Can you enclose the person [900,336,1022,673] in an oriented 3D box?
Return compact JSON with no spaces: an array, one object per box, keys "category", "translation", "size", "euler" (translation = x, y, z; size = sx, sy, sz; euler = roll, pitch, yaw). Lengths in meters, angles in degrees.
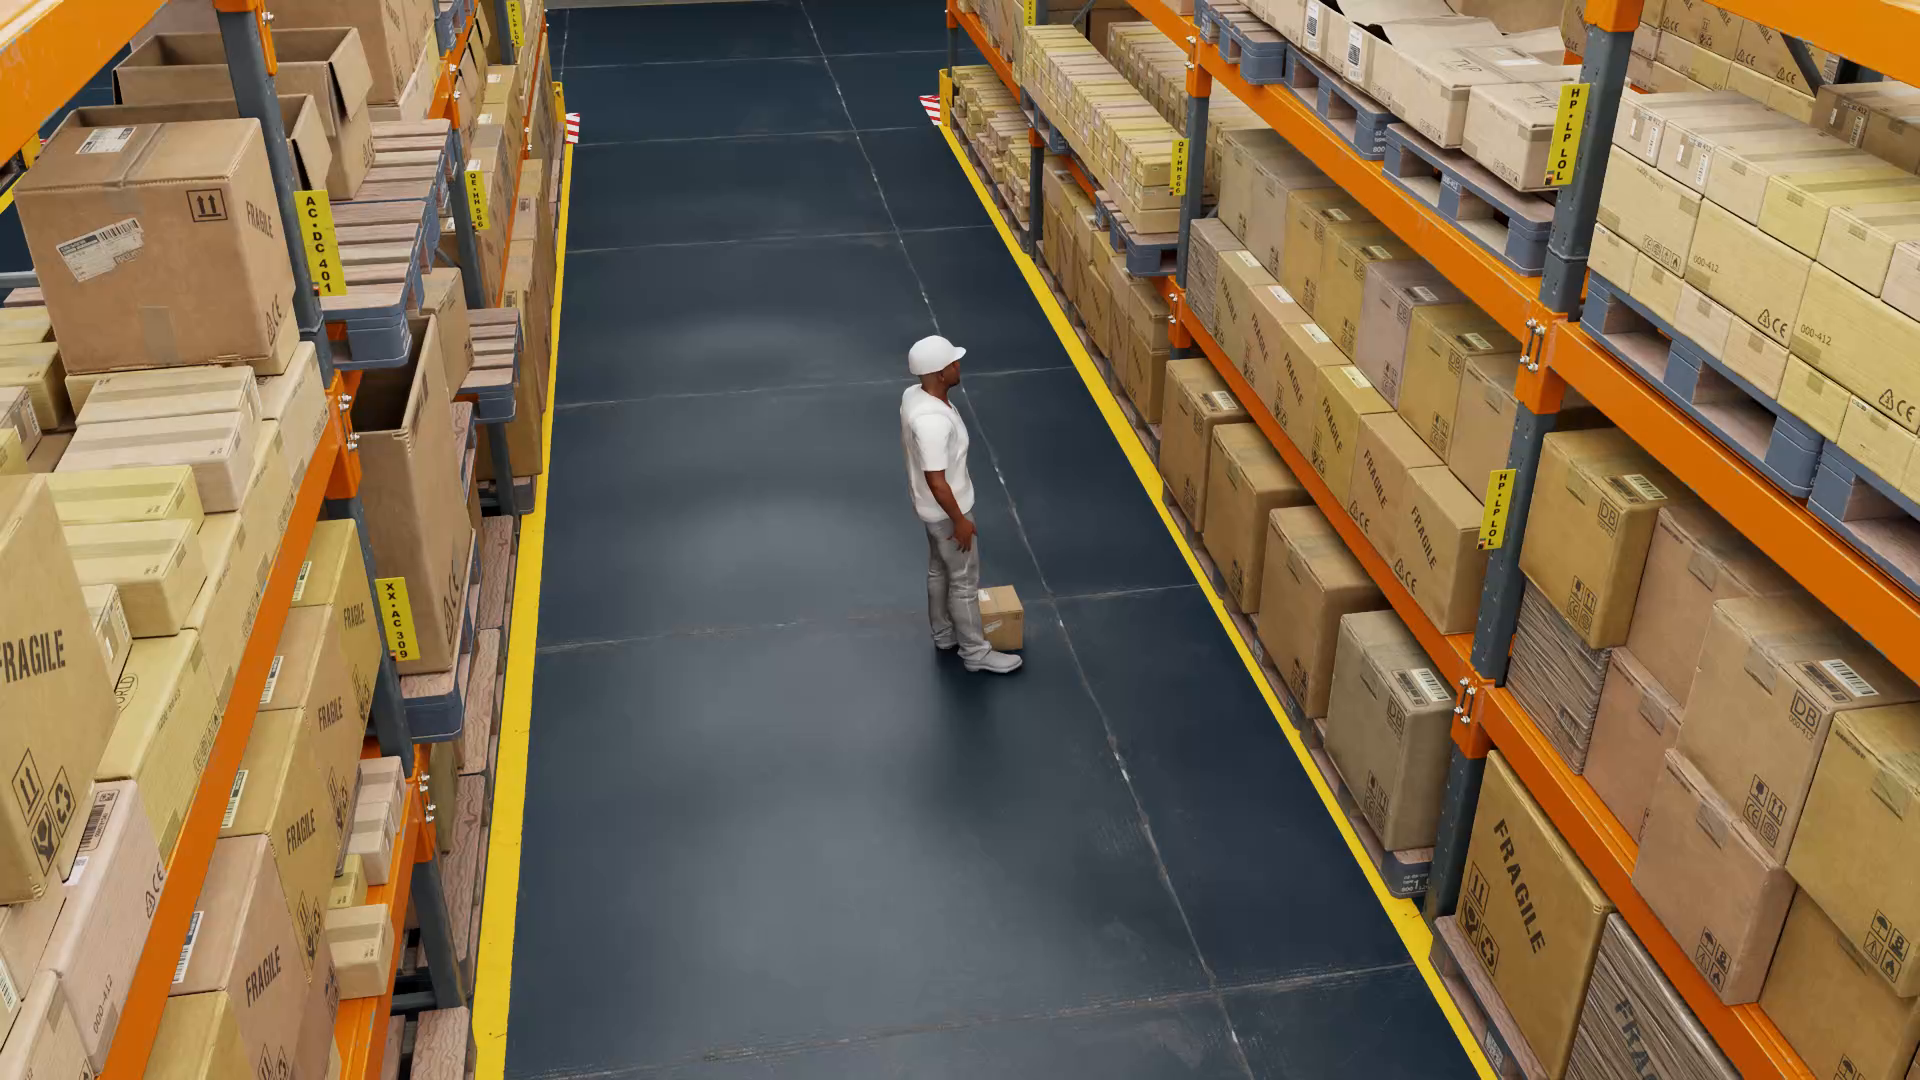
[{"category":"person","translation":[-0.004,-0.203,8.440],"size":[0.575,1.768,0.665],"euler":[-5,31,-9]}]
